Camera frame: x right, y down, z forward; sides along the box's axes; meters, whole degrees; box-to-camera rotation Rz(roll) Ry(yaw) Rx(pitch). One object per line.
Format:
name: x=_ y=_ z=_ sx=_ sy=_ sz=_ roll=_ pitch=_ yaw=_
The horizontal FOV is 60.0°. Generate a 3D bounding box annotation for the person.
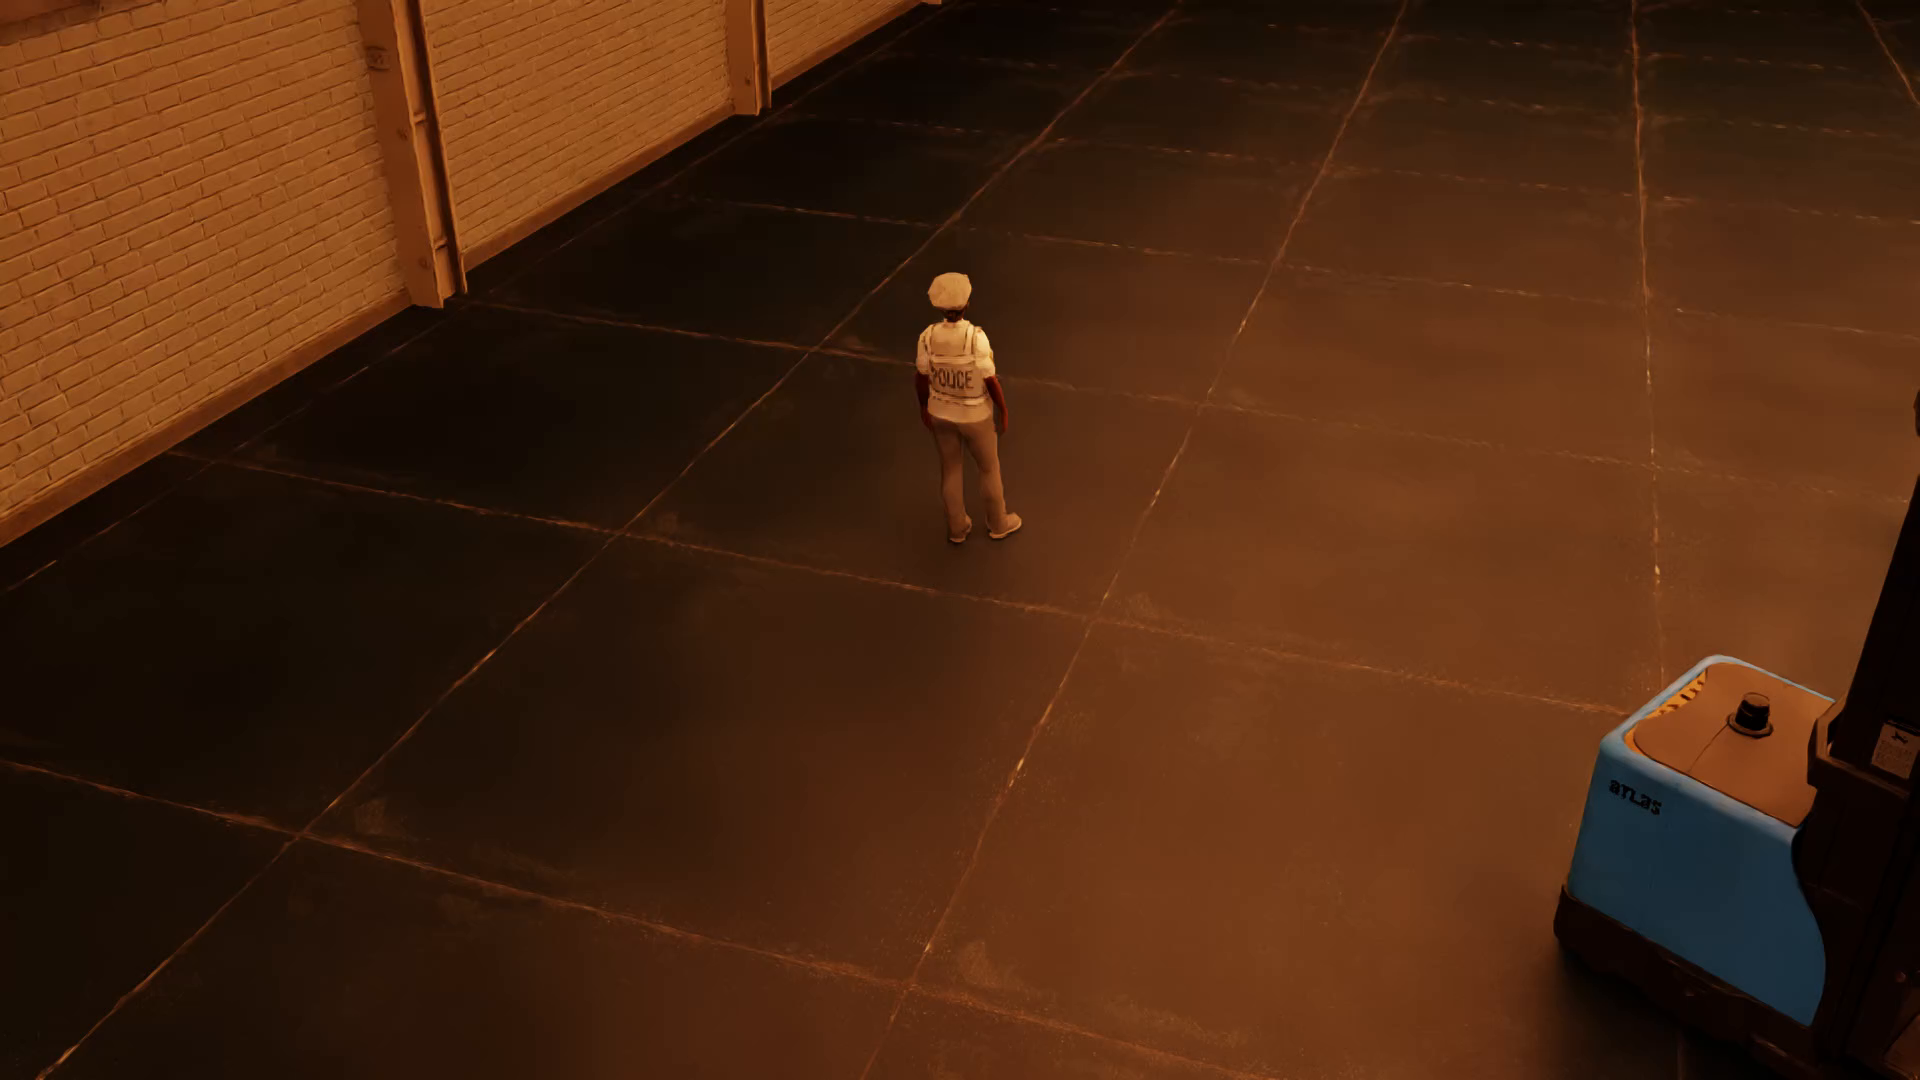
person: x=0.043 y=-0.775 z=9.729 sx=0.570 sy=1.695 sz=0.529 roll=10 pitch=31 yaw=16

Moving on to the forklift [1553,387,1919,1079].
forklift: x=3.876 y=0.827 z=5.685 sx=1.130 sy=2.935 sz=3.031 roll=-24 pitch=38 yaw=-36
